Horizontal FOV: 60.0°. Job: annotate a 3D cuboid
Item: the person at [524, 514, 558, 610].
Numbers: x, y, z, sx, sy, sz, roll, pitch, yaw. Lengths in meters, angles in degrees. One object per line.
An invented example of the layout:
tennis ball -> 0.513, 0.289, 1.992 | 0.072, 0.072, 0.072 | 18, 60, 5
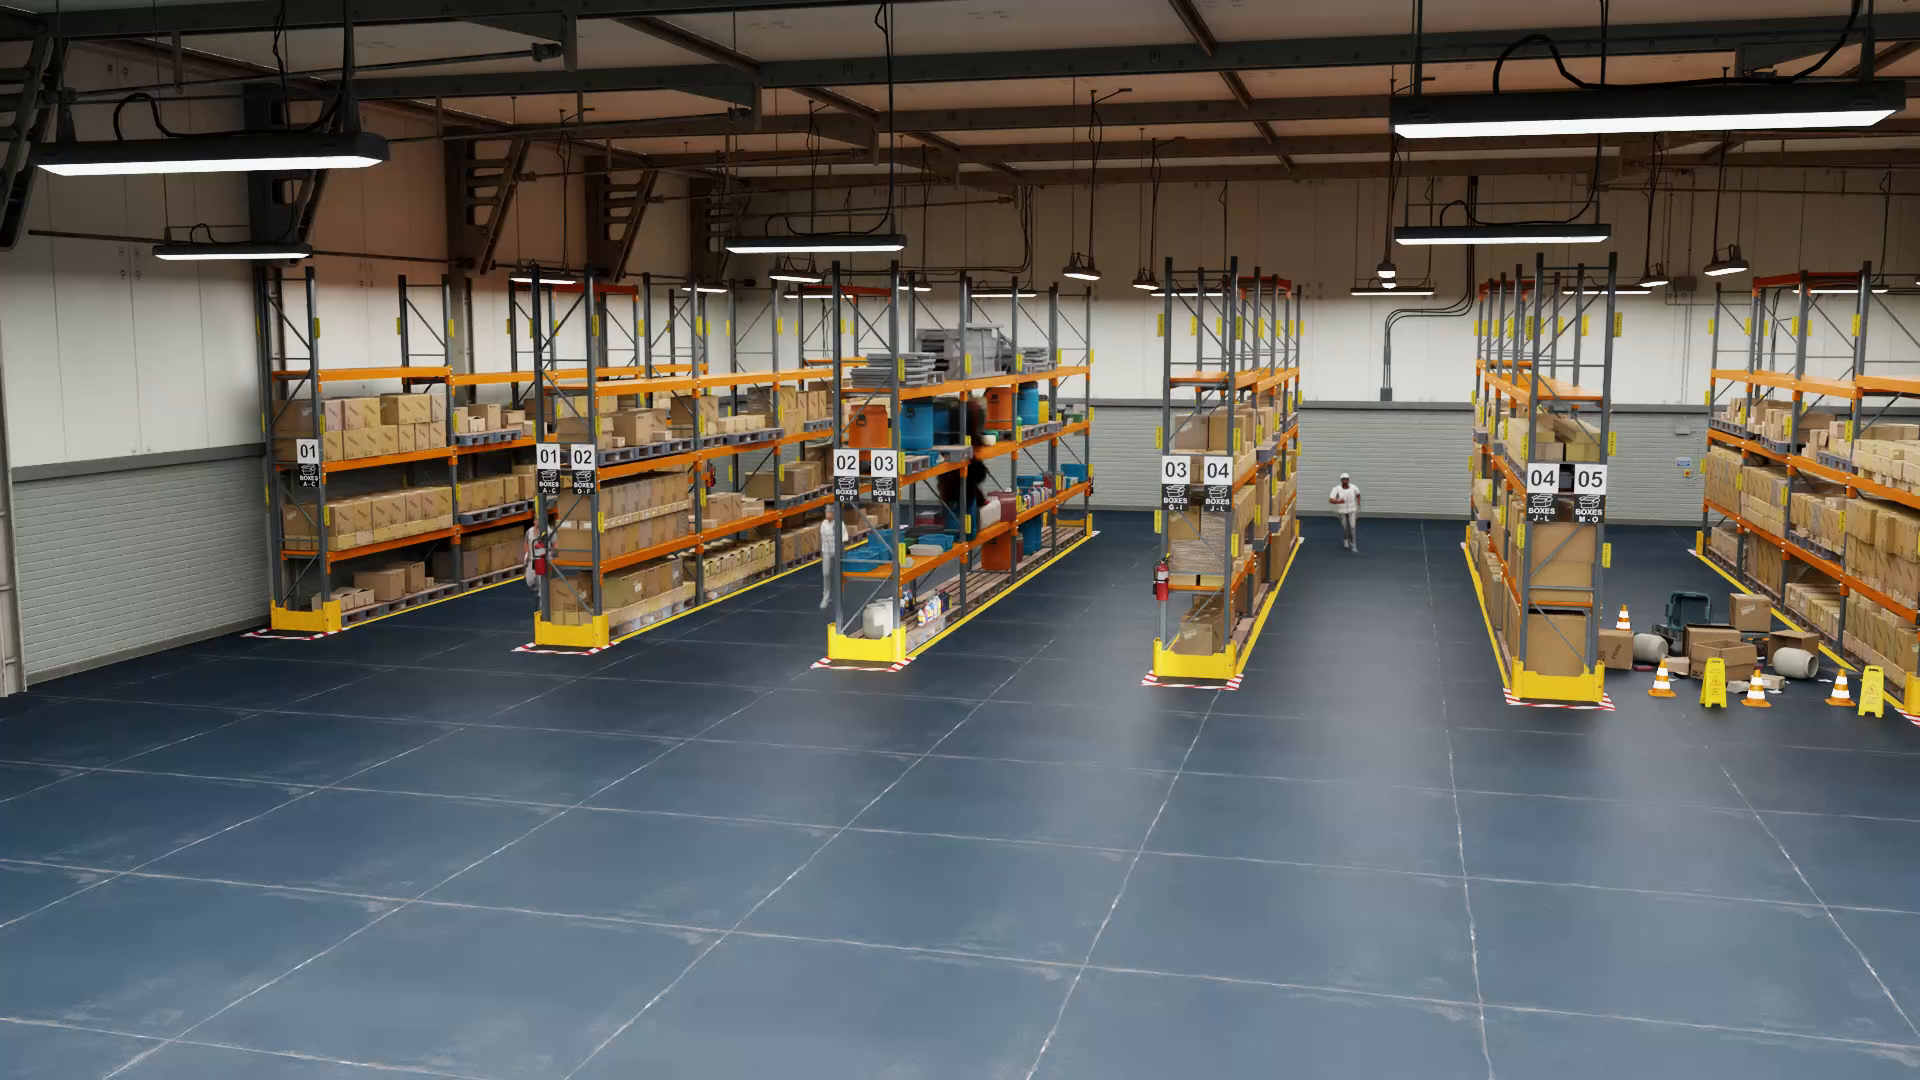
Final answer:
person -> -7.490, 0.378, 29.643 | 0.668, 1.749, 0.583 | 1, 7, 6

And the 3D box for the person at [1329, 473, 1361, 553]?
person -> 8.712, -0.634, 37.630 | 0.723, 1.773, 0.908 | 1, 7, 7

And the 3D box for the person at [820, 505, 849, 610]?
person -> -2.160, 0.268, 28.541 | 0.584, 1.777, 0.731 | 2, 8, 18
